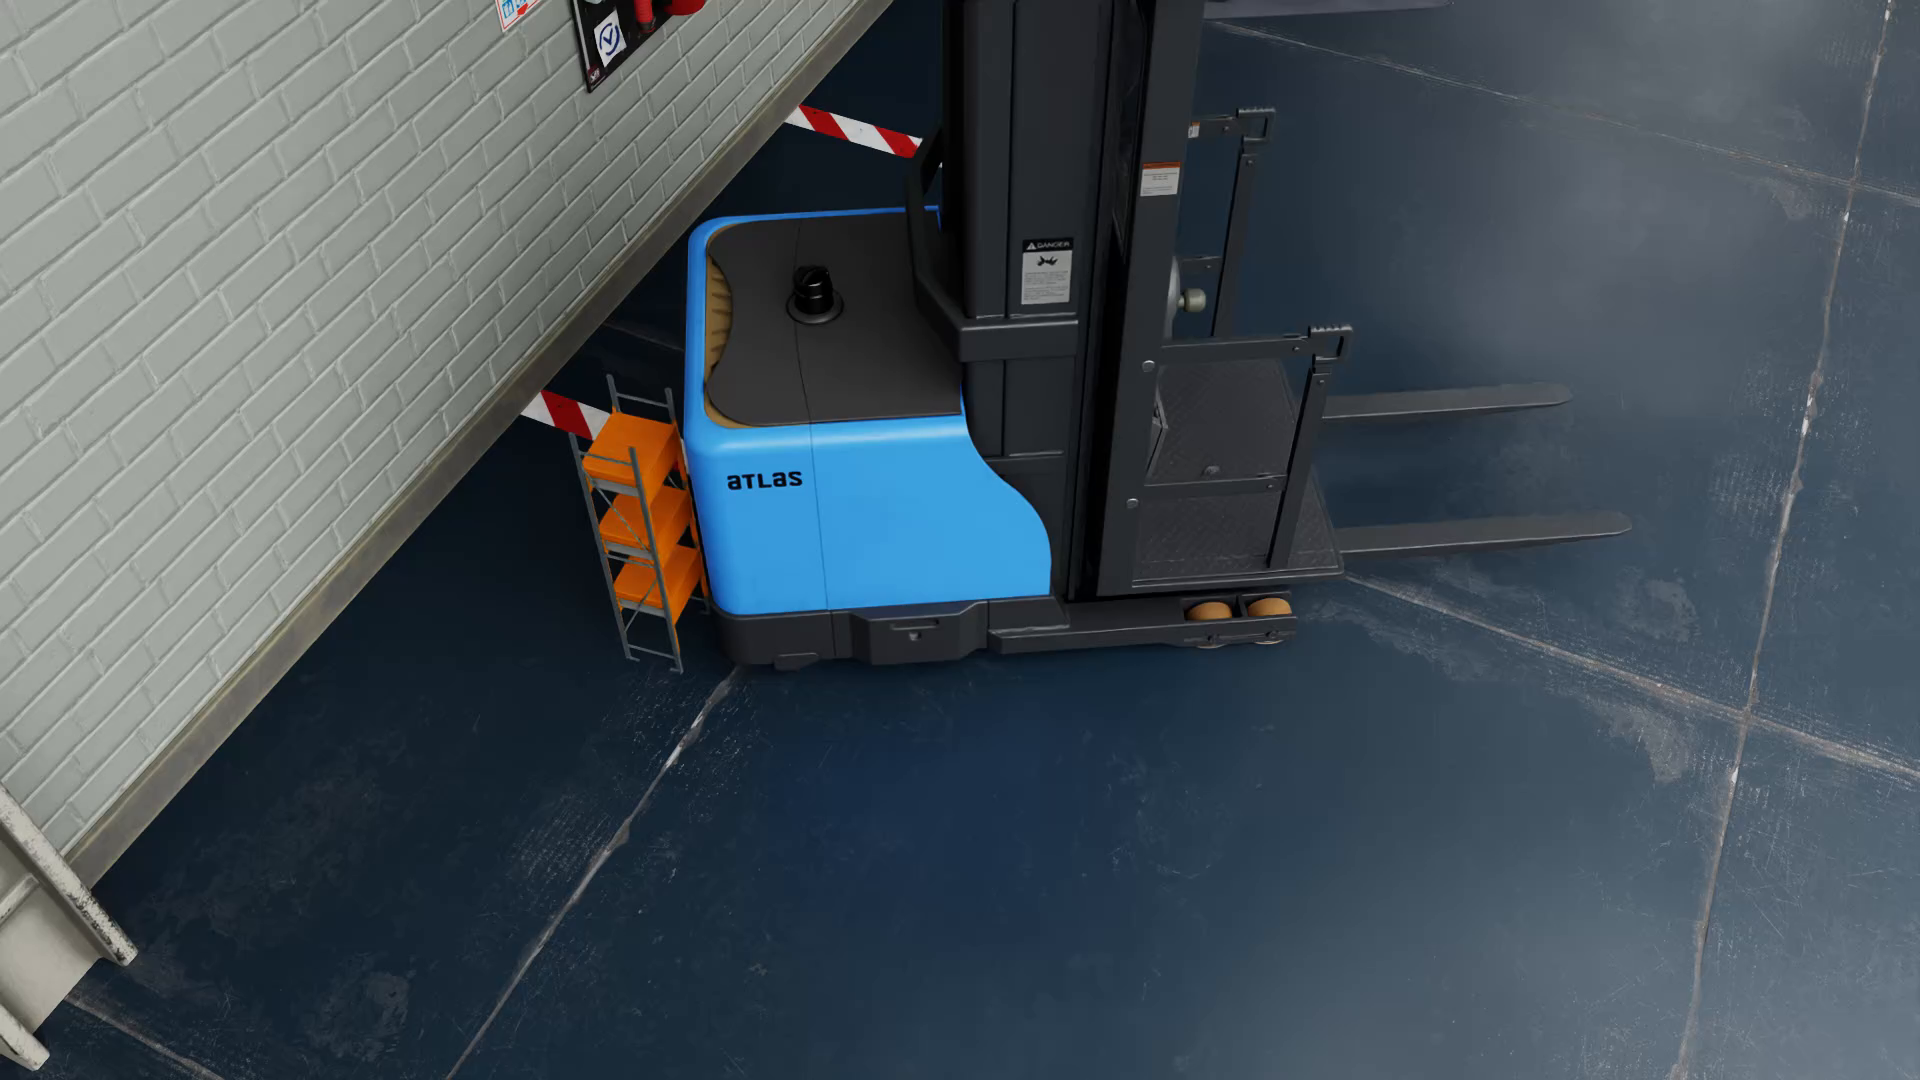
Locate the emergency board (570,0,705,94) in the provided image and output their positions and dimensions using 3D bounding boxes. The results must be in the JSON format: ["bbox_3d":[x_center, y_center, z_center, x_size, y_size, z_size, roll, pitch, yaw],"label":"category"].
[{"bbox_3d":[-1.094,-2.155,5.614,0.194,1.169,0.643,20,52,16],"label":"emergency board"}]

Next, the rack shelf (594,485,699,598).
[{"bbox_3d":[-0.956,-0.016,5.088,0.215,0.259,0.240,13,51,11],"label":"rack shelf"}]

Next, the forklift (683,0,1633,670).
[{"bbox_3d":[0.685,-0.995,4.672,3.031,2.935,1.130,-4,50,-3],"label":"forklift"}]

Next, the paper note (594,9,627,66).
[{"bbox_3d":[-1.232,-1.770,5.865,0.016,0.148,0.142,20,52,16],"label":"paper note"}]

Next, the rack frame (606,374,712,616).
[{"bbox_3d":[-0.920,-0.112,5.156,0.200,1.050,0.008,13,51,11],"label":"rack frame"}]

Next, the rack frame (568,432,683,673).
[{"bbox_3d":[-0.993,0.066,5.005,0.200,1.050,0.008,13,51,11],"label":"rack frame"}]

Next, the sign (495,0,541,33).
[{"bbox_3d":[-1.424,-1.819,5.305,0.001,0.329,0.234,20,52,16],"label":"sign"}]

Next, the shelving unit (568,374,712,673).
[{"bbox_3d":[-0.956,-0.023,5.080,0.215,1.050,0.252,13,51,11],"label":"shelving unit"}]

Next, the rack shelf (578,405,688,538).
[{"bbox_3d":[-0.956,-0.200,4.872,0.215,0.259,0.240,13,51,11],"label":"rack shelf"}]

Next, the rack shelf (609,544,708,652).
[{"bbox_3d":[-0.956,0.164,5.300,0.215,0.259,0.240,13,51,11],"label":"rack shelf"}]
